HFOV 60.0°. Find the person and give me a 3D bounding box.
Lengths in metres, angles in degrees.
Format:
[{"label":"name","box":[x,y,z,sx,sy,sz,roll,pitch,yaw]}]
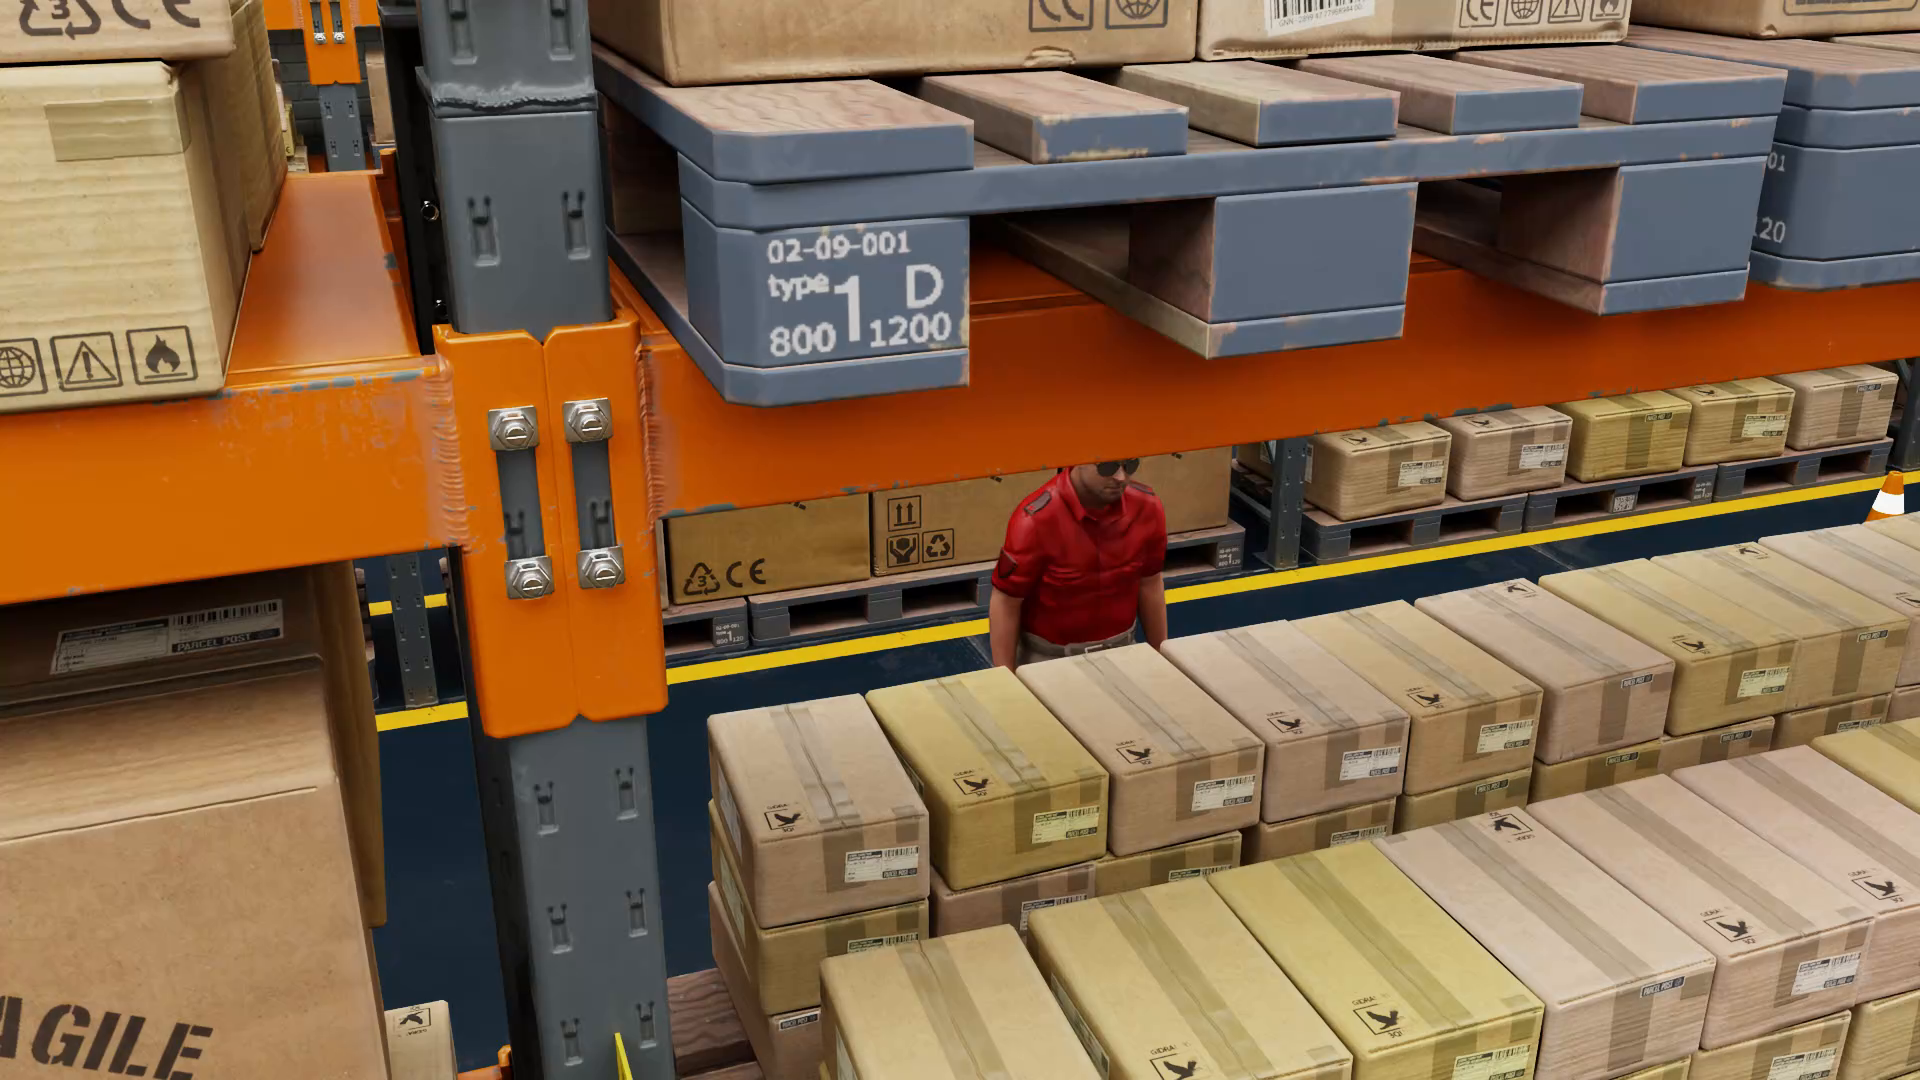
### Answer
[{"label":"person","box":[0.367,0.420,5.089,0.601,1.728,0.383,-9,24,-21]}]
